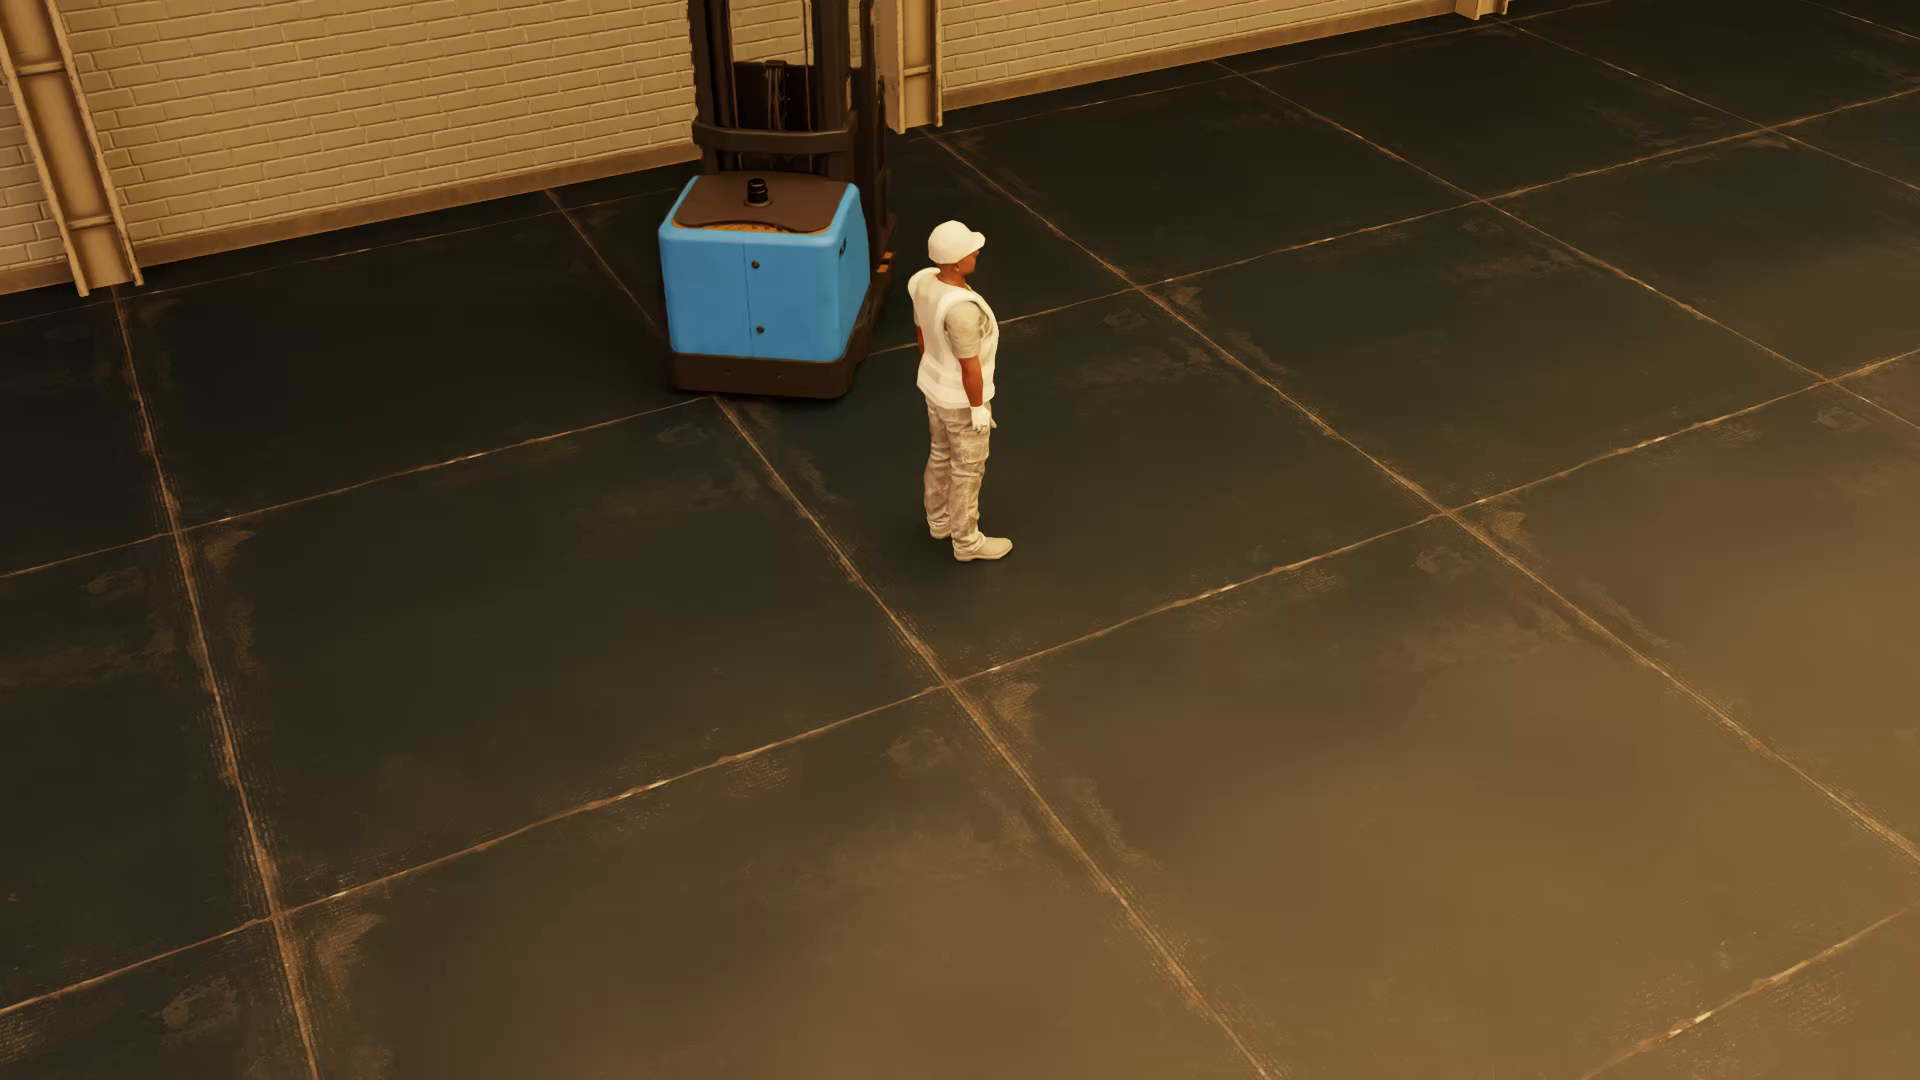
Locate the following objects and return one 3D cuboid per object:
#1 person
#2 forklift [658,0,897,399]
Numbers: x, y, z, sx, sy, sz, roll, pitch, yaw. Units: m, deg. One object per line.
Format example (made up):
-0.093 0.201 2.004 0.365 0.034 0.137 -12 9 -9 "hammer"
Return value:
-0.001 -0.736 8.157 0.382 1.789 0.542 -17 39 -23 "person"
-1.017 -2.859 10.168 1.130 2.935 3.031 4 35 6 "forklift"
